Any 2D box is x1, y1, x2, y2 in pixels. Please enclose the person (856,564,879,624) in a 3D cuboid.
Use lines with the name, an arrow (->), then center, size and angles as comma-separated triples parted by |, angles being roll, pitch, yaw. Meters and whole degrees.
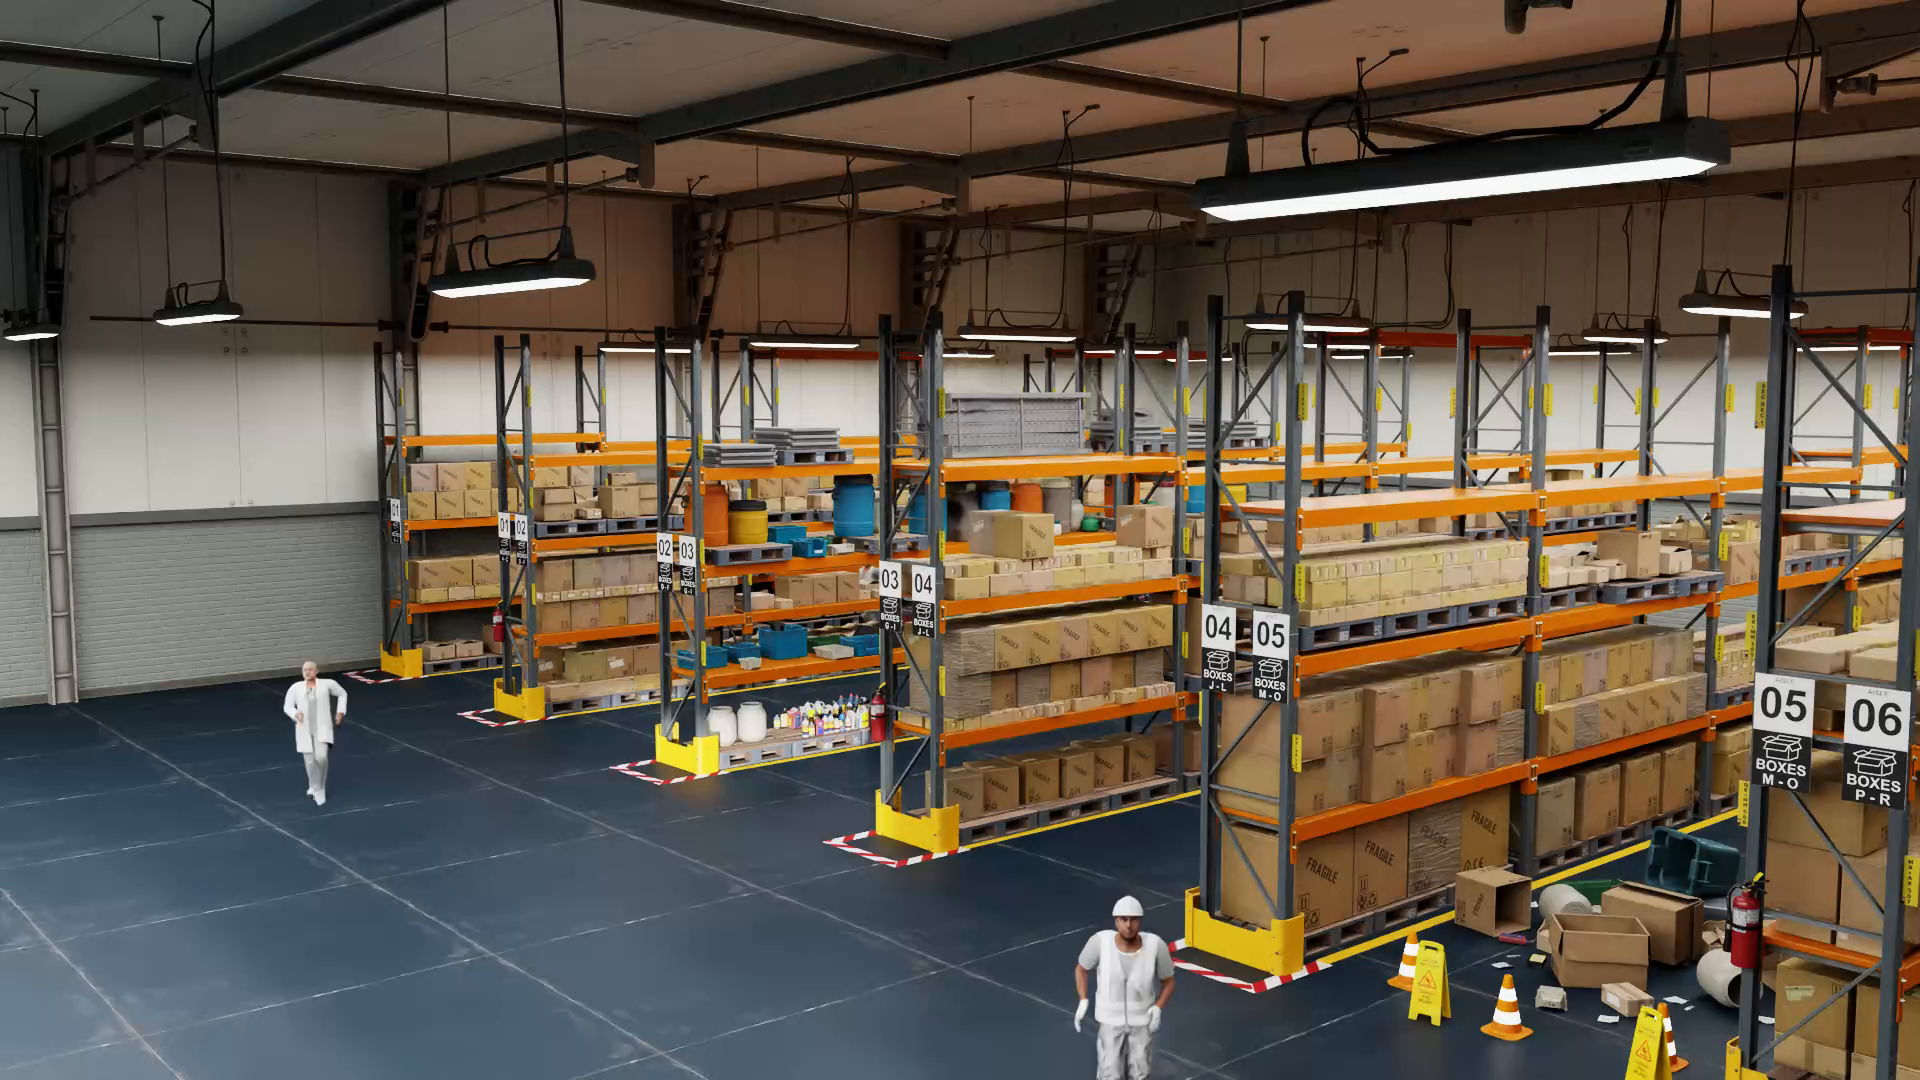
person -> -1.891, 1.184, 33.920 | 0.637, 1.839, 0.753 | 4, 7, 40

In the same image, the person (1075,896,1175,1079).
person -> 1.126, 3.275, 11.350 | 0.683, 1.731, 0.634 | 0, 5, 3

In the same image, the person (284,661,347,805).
person -> -8.080, 2.416, 20.838 | 0.718, 1.787, 0.789 | -1, 5, -12
